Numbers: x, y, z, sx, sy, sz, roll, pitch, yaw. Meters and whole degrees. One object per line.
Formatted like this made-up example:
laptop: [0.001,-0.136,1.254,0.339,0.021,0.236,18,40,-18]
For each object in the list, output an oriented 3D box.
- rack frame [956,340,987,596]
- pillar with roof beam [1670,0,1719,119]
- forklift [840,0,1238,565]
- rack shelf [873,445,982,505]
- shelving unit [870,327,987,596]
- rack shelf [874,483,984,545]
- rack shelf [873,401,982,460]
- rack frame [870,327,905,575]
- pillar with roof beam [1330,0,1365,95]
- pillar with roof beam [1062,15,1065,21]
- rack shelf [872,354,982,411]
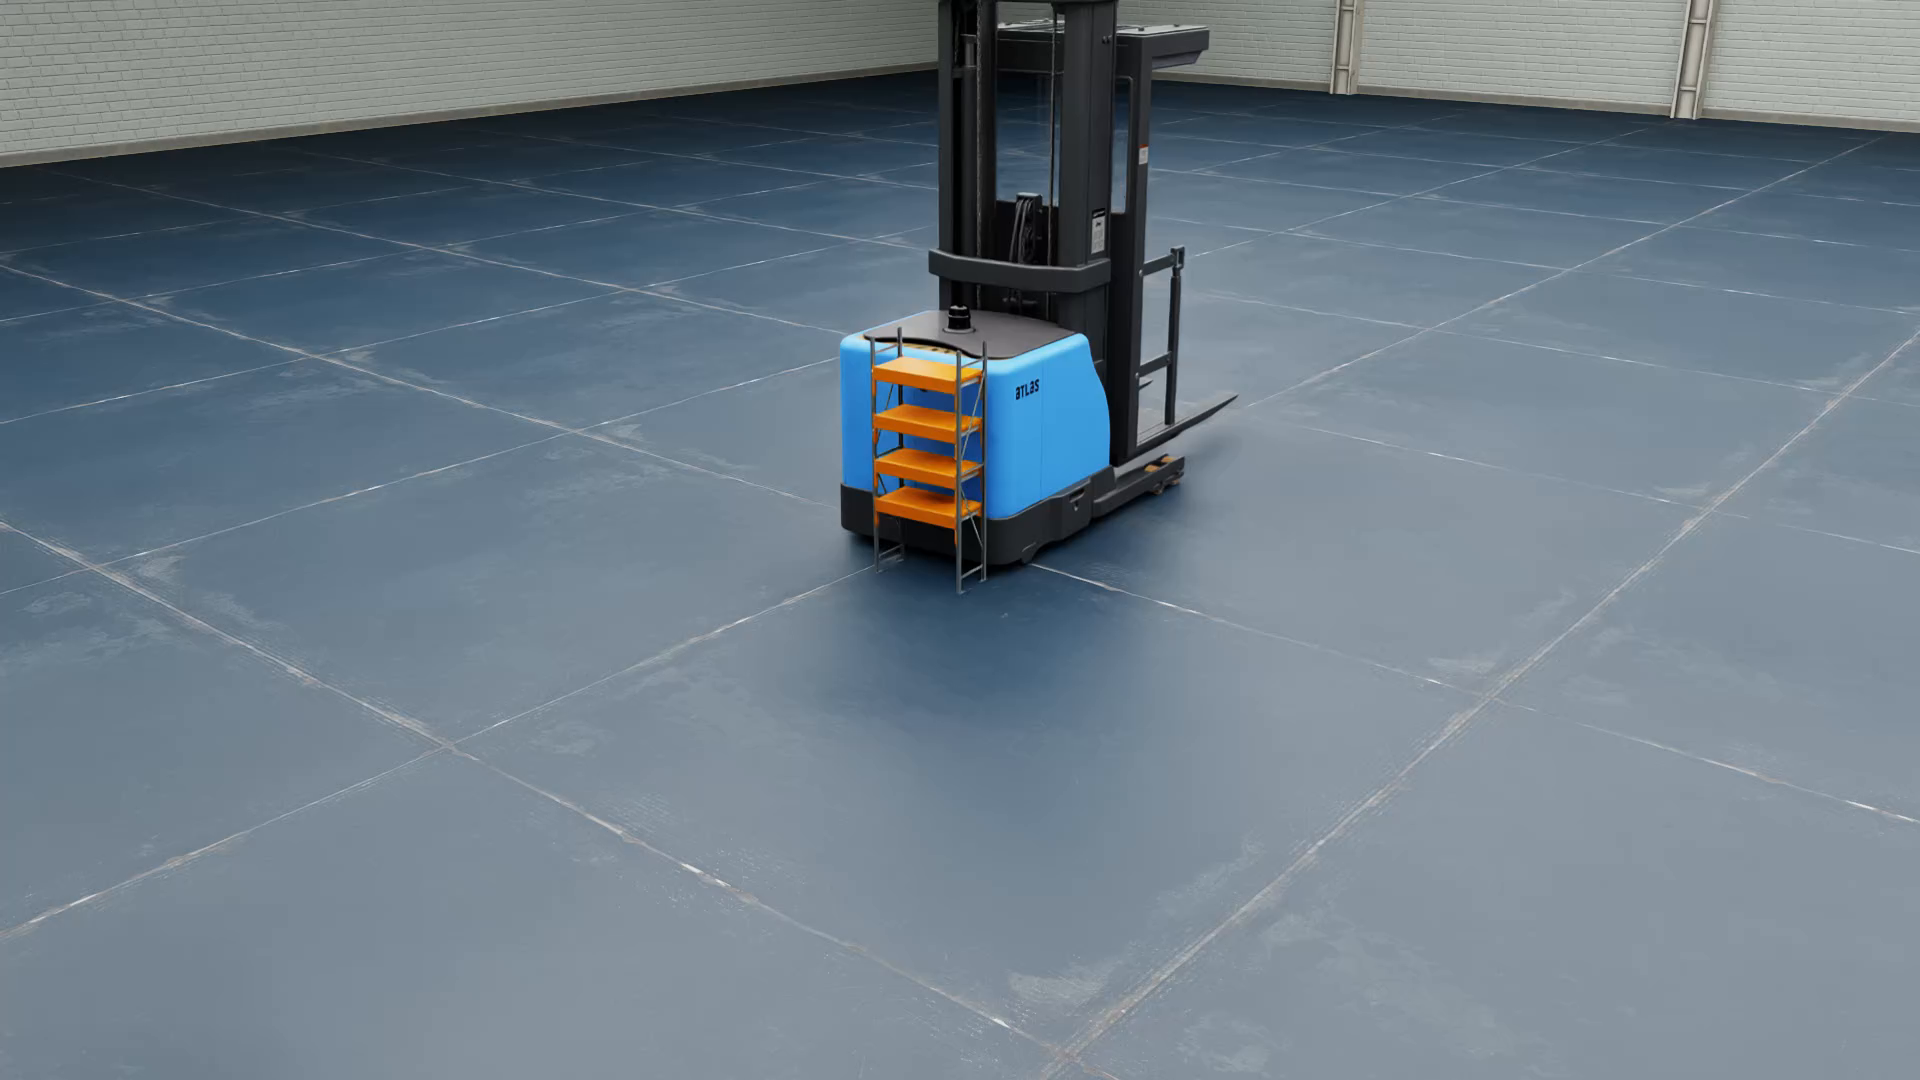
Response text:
rack frame: [0.055,-0.331,7.844,0.015,1.200,0.240,13,24,31]
pillar with roof beam: [8.868,-9.780,21.849,0.400,9.000,9.100,16,26,36]
forklift: [0.626,-1.711,9.051,1.130,2.935,3.031,14,25,32]
rack shelf: [-0.148,-0.315,7.995,0.480,0.148,0.258,13,24,31]
shelving unit: [-0.148,-0.378,7.971,0.503,1.200,0.258,13,24,31]
rack shelf: [-0.148,-0.130,8.065,0.480,0.148,0.258,13,24,31]
rack shelf: [-0.148,-0.525,7.916,0.480,0.148,0.258,13,24,31]
rack frame: [-0.350,-0.426,8.098,0.015,1.200,0.240,13,24,31]
pillar with roof beam: [4.220,-11.118,25.398,0.400,9.000,9.100,16,26,36]
pillar with roof beam: [-0.428,-12.457,28.948,0.400,9.000,9.100,16,26,36]
rack shelf: [-0.148,-0.746,7.832,0.480,0.148,0.258,13,24,31]
